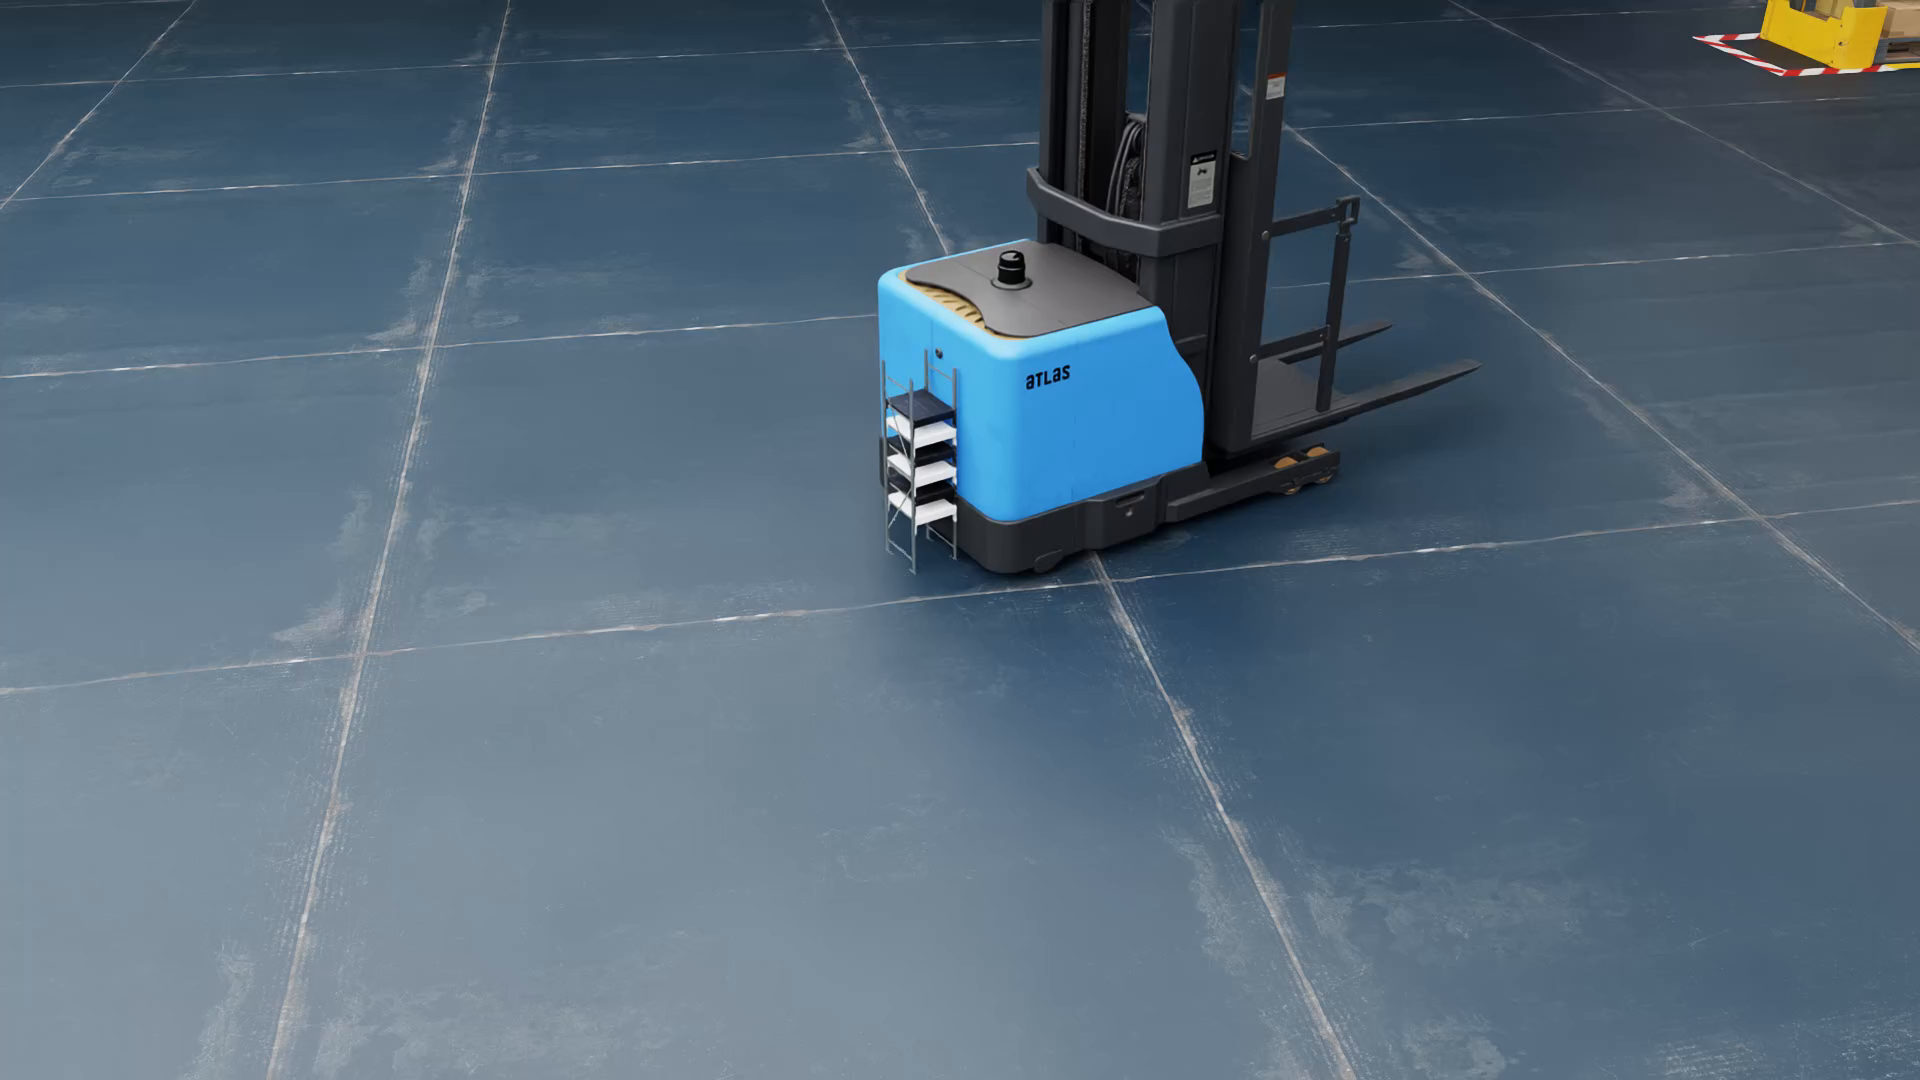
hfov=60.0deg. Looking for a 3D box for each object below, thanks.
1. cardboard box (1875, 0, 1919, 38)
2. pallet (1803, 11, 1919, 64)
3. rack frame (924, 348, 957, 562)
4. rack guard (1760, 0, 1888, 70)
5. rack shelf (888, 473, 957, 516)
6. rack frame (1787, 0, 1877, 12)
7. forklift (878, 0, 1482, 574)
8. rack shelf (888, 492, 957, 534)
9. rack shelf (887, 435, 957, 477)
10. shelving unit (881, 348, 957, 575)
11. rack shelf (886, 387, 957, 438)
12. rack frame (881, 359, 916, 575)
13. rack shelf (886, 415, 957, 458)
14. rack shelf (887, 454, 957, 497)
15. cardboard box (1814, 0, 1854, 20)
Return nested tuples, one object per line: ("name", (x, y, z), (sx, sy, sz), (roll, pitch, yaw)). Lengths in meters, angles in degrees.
("cardboard box", (8.031, -4.485, 14.217), (0.500, 0.250, 0.500), (-5, 31, -9))
("pallet", (8.208, -4.440, 14.593), (1.213, 0.211, 1.003), (-5, 31, -9))
("rack frame", (-0.080, -0.347, 6.952), (0.006, 0.900, 0.240), (-18, 35, -28))
("rack guard", (7.440, -4.472, 14.362), (0.348, 0.500, 1.175), (-5, 31, -9))
("rack shelf", (-0.166, -0.213, 6.967), (0.200, 0.077, 0.258), (-18, 35, -28))
("rack frame", (7.463, -5.551, 13.732), (0.127, 3.000, 1.000), (-5, 31, -9))
("forklift", (1.154, -1.679, 7.213), (3.031, 2.935, 1.130), (-18, 35, -28))
("rack shelf", (-0.166, -0.135, 7.013), (0.200, 0.077, 0.258), (-18, 35, -28))
("rack shelf", (-0.166, -0.368, 6.876), (0.200, 0.077, 0.258), (-18, 35, -28))
("shelving unit", (-0.166, -0.319, 6.905), (0.210, 0.900, 0.258), (-18, 35, -28))
("rack shelf", (-0.166, -0.523, 6.785), (0.200, 0.077, 0.258), (-18, 35, -28))
("rack frame", (-0.251, -0.291, 6.858), (0.006, 0.900, 0.240), (-18, 35, -28))
("rack shelf", (-0.166, -0.445, 6.830), (0.200, 0.077, 0.258), (-18, 35, -28))
("rack shelf", (-0.166, -0.290, 6.922), (0.200, 0.077, 0.258), (-18, 35, -28))
("cardboard box", (7.938, -4.743, 14.656), (0.500, 0.250, 0.500), (-5, 31, -9))
